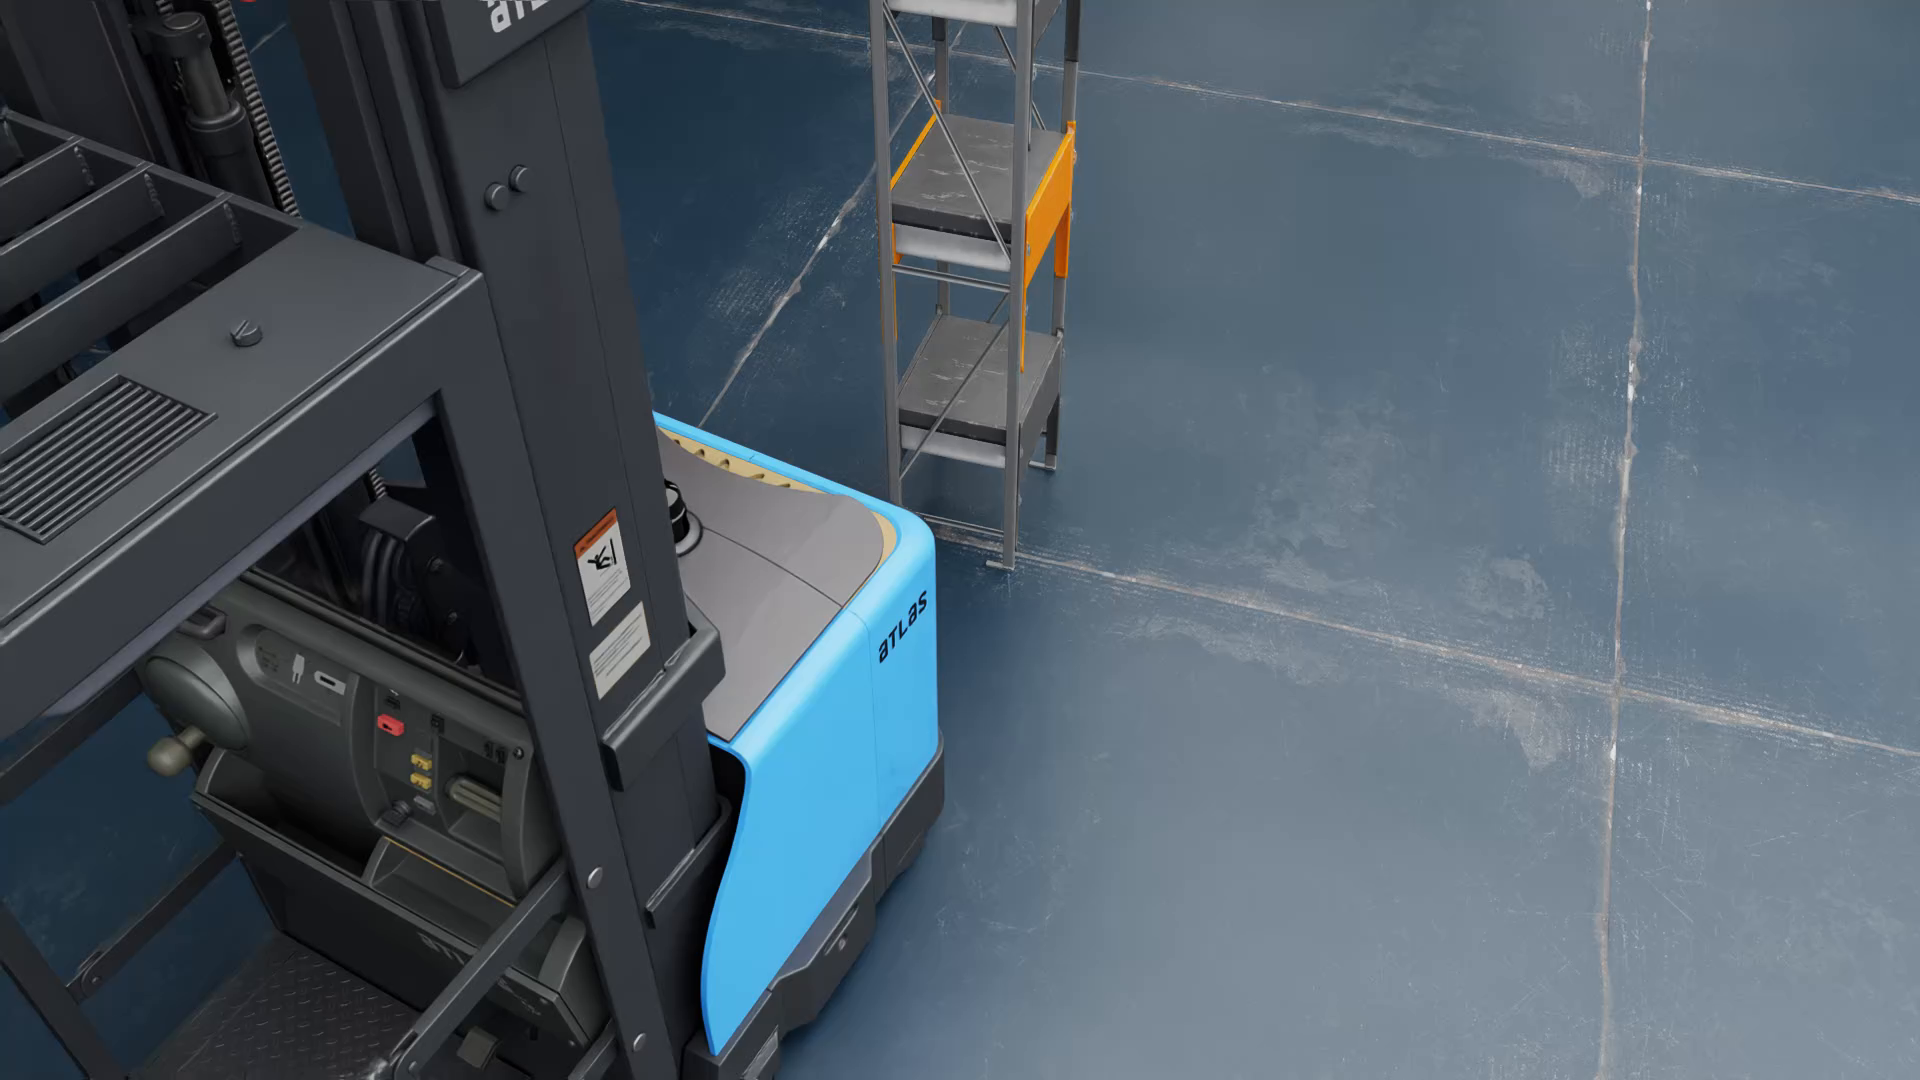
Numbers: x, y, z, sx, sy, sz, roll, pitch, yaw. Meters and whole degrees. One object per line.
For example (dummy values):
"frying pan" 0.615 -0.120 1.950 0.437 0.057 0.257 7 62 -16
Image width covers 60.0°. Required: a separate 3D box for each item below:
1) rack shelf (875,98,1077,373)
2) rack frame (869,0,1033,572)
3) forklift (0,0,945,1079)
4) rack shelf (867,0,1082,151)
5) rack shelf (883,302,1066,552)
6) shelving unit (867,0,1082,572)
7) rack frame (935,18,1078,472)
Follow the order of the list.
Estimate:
"rack shelf" 0.050 -0.851 4.638 0.431 0.518 0.480 13 46 13
"rack frame" -0.024 -0.698 4.462 0.400 2.100 0.015 13 46 13
"forklift" -1.202 0.410 2.736 1.130 2.935 3.031 21 48 20
"rack shelf" 0.050 -1.351 4.148 0.431 0.518 0.480 13 46 13
"rack shelf" 0.050 -0.351 5.128 0.431 0.518 0.480 13 46 13
"shelving unit" 0.050 -0.861 4.628 0.431 2.100 0.503 13 46 13
"rack frame" 0.124 -1.023 4.795 0.400 2.100 0.015 13 46 13
